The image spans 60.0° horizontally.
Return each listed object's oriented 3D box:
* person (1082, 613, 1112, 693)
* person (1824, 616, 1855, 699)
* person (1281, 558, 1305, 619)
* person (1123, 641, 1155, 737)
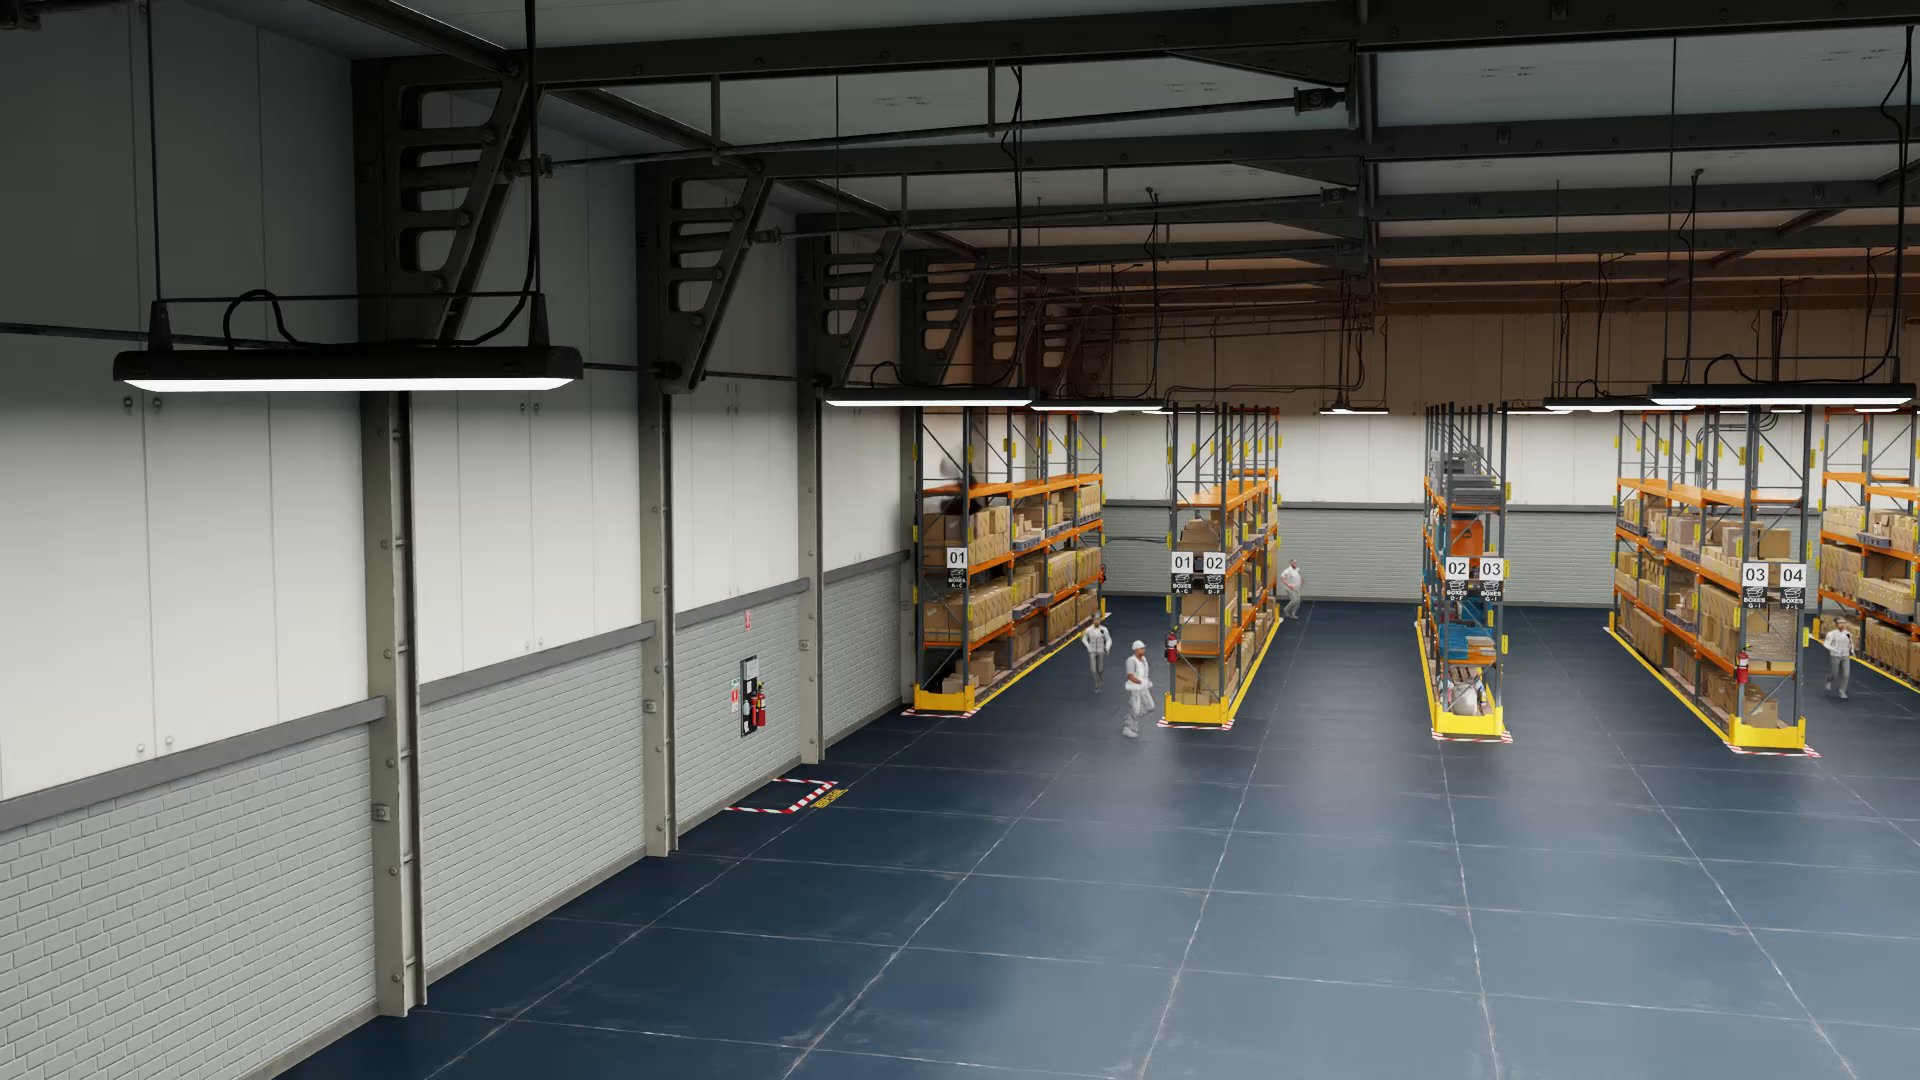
[{"bbox_3d":[2.859,2.341,34.758,0.617,1.662,0.526,0,4,6],"label":"person"},{"bbox_3d":[17.999,2.380,34.023,0.625,1.654,0.723,0,4,5],"label":"person"},{"bbox_3d":[9.483,1.379,47.244,0.669,1.747,0.607,-4,6,-41],"label":"person"},{"bbox_3d":[3.217,2.655,29.674,0.671,1.731,0.677,3,5,36],"label":"person"}]
